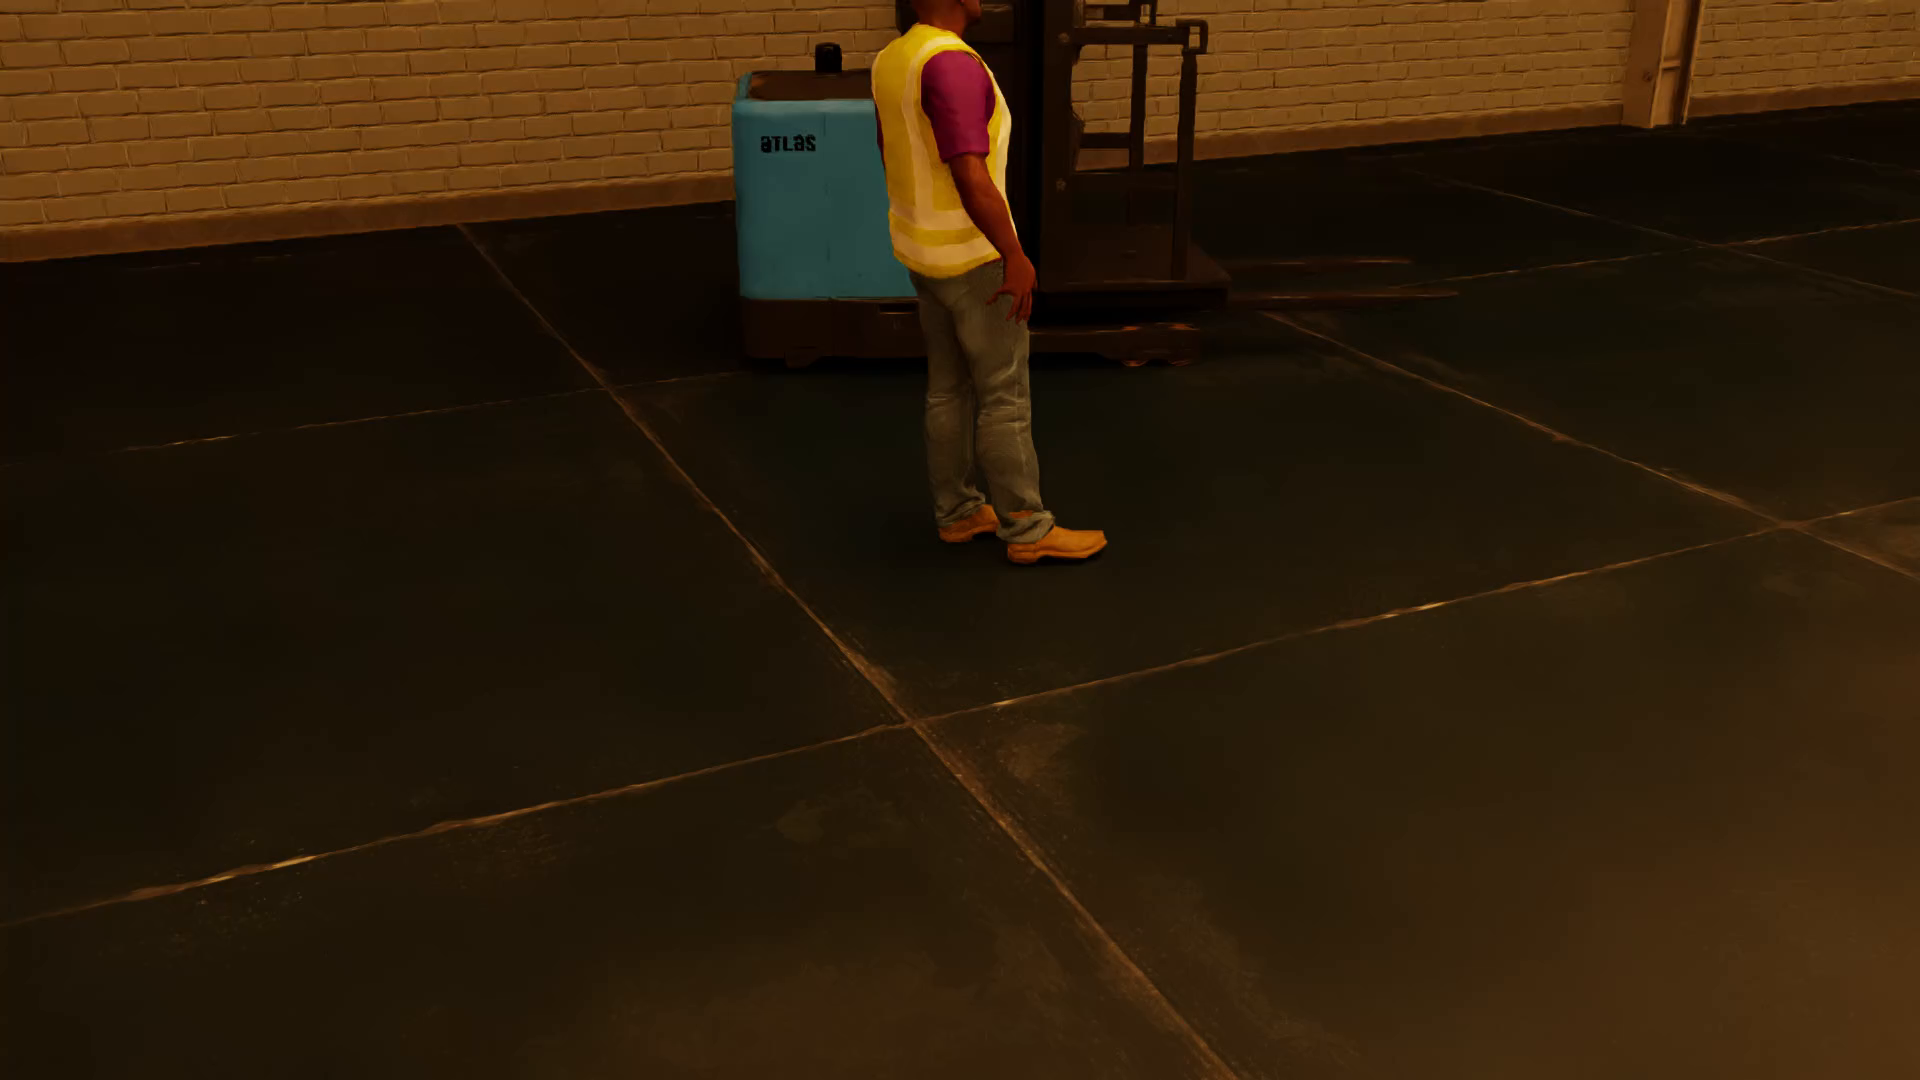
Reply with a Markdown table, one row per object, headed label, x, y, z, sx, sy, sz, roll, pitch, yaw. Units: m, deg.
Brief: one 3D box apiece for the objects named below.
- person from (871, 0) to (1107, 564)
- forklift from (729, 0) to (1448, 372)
| label | x | y | z | sx | sy | sz | roll | pitch | yaw |
| --- | --- | --- | --- | --- | --- | --- | --- | --- | --- |
| person | 0.065 | -0.831 | 4.788 | 0.576 | 1.766 | 0.665 | -10 | 25 | -23 |
| forklift | 0.569 | -2.285 | 6.785 | 3.031 | 2.935 | 1.130 | -4 | 23 | -9 |
